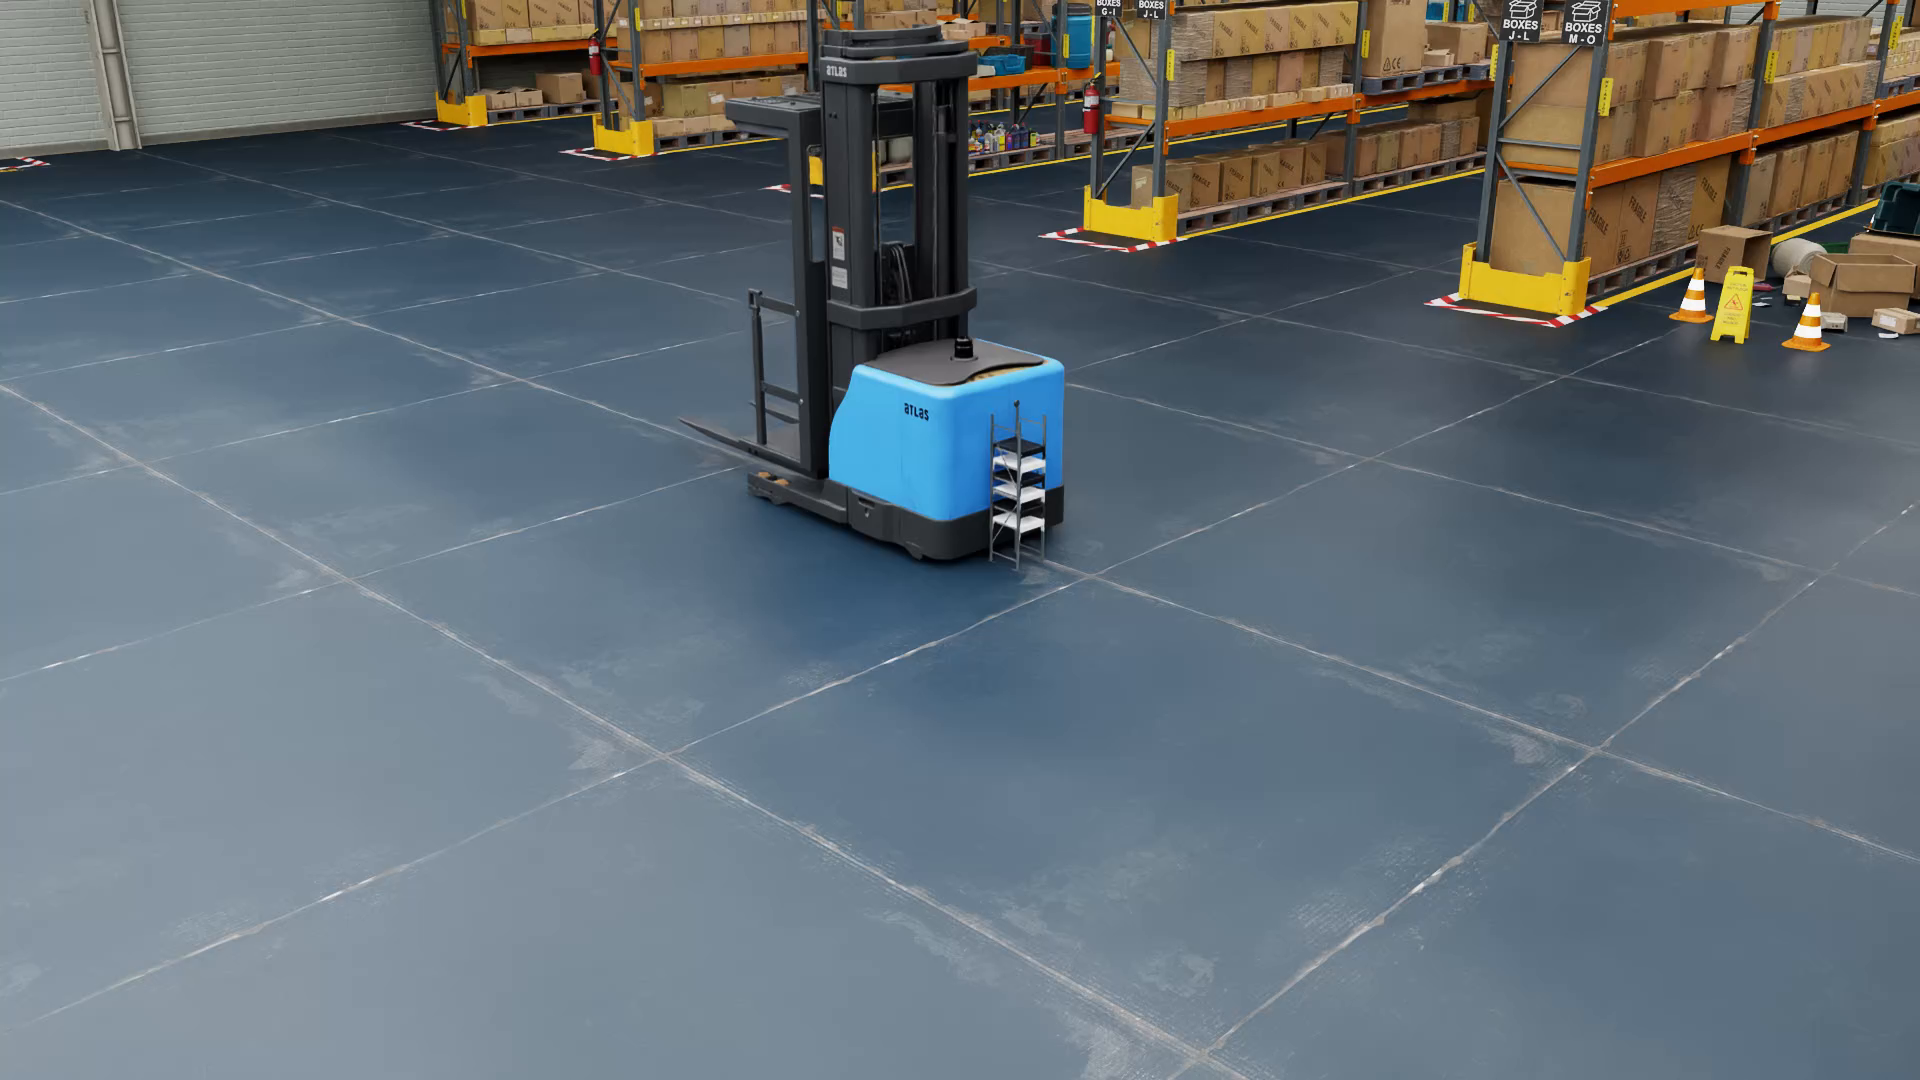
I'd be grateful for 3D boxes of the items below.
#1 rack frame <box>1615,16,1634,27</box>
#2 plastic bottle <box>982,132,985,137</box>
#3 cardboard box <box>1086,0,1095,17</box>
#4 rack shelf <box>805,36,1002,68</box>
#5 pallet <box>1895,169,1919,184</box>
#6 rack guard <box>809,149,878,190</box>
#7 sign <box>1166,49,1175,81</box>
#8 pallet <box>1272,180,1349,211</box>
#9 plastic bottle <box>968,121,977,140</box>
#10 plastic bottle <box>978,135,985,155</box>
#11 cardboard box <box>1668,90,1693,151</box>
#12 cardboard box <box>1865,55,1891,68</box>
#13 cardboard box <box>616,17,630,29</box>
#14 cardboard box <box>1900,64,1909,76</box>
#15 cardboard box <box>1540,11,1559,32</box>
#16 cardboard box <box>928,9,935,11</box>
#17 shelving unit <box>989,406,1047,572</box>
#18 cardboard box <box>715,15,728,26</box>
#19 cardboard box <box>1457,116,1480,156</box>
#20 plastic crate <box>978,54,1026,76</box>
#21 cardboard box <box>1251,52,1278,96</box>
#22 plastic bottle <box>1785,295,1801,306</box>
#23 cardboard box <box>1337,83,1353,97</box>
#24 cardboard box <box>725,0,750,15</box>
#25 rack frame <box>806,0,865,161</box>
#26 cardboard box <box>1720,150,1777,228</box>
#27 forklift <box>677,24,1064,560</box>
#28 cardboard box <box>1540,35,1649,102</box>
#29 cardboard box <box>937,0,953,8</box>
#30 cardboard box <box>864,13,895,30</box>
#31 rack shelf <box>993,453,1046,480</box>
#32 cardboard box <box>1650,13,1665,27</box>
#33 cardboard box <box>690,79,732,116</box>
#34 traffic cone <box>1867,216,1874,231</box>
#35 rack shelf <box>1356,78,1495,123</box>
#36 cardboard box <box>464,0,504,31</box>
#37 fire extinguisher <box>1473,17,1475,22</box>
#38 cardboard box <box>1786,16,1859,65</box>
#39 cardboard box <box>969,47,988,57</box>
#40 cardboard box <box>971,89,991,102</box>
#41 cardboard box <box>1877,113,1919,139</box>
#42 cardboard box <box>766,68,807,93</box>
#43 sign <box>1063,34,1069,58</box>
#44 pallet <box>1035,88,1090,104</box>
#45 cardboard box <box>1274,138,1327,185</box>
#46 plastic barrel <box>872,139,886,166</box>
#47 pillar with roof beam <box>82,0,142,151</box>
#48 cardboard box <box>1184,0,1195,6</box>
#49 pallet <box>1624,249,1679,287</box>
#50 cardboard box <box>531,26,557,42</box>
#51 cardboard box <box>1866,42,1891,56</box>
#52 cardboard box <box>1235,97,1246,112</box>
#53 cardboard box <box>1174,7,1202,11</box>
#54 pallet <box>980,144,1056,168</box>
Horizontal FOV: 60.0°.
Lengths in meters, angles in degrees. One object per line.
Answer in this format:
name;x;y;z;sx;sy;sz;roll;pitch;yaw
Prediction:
rack frame;10.288;-8.030;26.786;1.000;3.000;0.127;19;28;41
plastic bottle;0.364;-5.766;24.069;0.061;0.283;0.133;19;28;41
cardboard box;2.268;-10.495;32.473;0.500;0.500;0.700;-15;26;-34
rack shelf;-0.992;-8.632;29.355;1.077;0.370;4.000;19;28;41
pallet;12.378;-4.946;22.647;1.003;0.211;1.213;19;28;41
rack guard;-1.612;-5.050;22.516;1.175;0.500;0.348;19;28;41
sign;2.306;-5.214;18.252;0.100;0.325;0.005;19;28;41
pallet;4.264;-4.491;21.464;1.003;0.211;1.213;19;28;41
plastic bottle;0.167;-6.030;24.661;0.144;0.351;0.185;18;27;38
plastic bottle;0.307;-5.671;23.837;0.097;0.271;0.097;0;21;0
cardboard box;6.816;-4.261;16.770;0.875;0.550;0.500;19;28;41
cardboard box;11.462;-6.026;20.922;0.250;0.149;0.380;-19;28;-40
cardboard box;-5.048;-7.921;25.459;0.380;0.149;0.250;19;28;40
cardboard box;12.000;-6.086;21.493;0.250;0.149;0.380;-19;28;-40
cardboard box;8.476;-7.868;24.825;0.637;0.503;0.797;-19;28;-41
cardboard box;-0.764;-11.358;35.765;0.250;0.149;0.380;-19;28;-40
shelving unit;0.331;-0.292;9.579;0.210;0.900;0.258;-19;28;-40
cardboard box;-3.853;-8.154;26.064;0.380;0.149;0.250;19;28;40
cardboard box;7.045;-5.863;24.019;0.700;0.500;0.500;17;27;38
plastic crate;0.581;-6.791;23.770;0.499;0.251;0.616;19;28;41
cardboard box;3.320;-5.667;20.085;0.875;0.500;0.500;19;28;41
plastic bottle;8.014;-2.312;16.005;0.133;0.061;0.283;9;23;23
cardboard box;4.768;-5.728;21.145;0.380;0.149;0.250;19;28;41
cardboard box;-3.743;-8.604;26.330;0.700;0.500;0.500;19;28;41
rack frame;-1.632;-6.185;21.986;1.000;3.000;0.127;19;28;41
cardboard box;8.559;-4.034;18.940;1.050;0.750;0.750;19;28;40
forklift;-0.727;-1.699;10.409;1.130;2.935;3.031;-18;27;-39
cardboard box;6.005;-4.502;15.893;0.875;0.550;0.550;19;28;41
cardboard box;-0.500;-11.762;35.914;0.500;0.500;0.500;19;28;40
cardboard box;-1.473;-8.829;28.726;0.500;0.500;0.500;-18;27;-38
rack shelf;0.331;-0.429;9.526;0.200;0.077;0.258;-19;28;-40
cardboard box;11.155;-8.633;27.103;0.500;0.500;0.500;19;28;41
cardboard box;-3.957;-7.031;26.389;0.500;0.500;0.500;19;28;41
traffic cone;10.208;-3.489;18.507;0.336;0.463;0.334;19;28;41
rack shelf;6.103;-6.152;22.902;1.077;0.370;4.000;19;28;41
cardboard box;-8.181;-9.002;28.449;0.500;0.500;0.500;19;28;41
fire extinguisher;9.961;-10.013;32.572;0.296;0.674;0.183;19;28;41
cardboard box;10.309;-6.005;19.983;0.700;0.500;0.500;19;28;40
cardboard box;0.237;-10.945;37.269;0.700;0.500;0.500;20;29;41
cardboard box;0.211;-8.199;30.471;0.500;0.250;0.500;-19;28;-41
cardboard box;12.344;-5.485;22.017;0.500;0.250;0.500;20;28;41
cardboard box;-2.935;-7.676;28.066;0.500;0.500;0.500;19;28;41
sign;1.545;-7.202;24.245;0.100;0.325;0.005;19;28;41
pallet;1.802;-8.675;32.351;1.003;0.211;1.213;19;28;41
cardboard box;4.400;-4.910;21.567;0.500;0.500;0.500;18;28;39
plastic barrel;-1.227;-5.408;22.847;0.421;0.512;0.421;0;21;0
pillar with roof beam;-9.962;-9.242;21.576;9.100;9.000;0.400;19;28;41
cardboard box;4.450;-10.880;34.062;0.500;0.500;0.500;19;28;40
pallet;6.753;-2.914;17.361;1.003;0.211;1.213;19;28;41
cardboard box;-7.450;-8.916;29.273;0.500;0.250;0.500;19;28;40
cardboard box;11.445;-6.162;20.862;0.380;0.149;0.250;19;28;41
cardboard box;3.154;-5.165;19.681;0.380;0.149;0.250;19;28;41
cardboard box;2.468;-5.931;19.377;0.500;0.500;0.500;19;28;41
pallet;0.660;-5.750;24.739;1.003;0.211;1.213;19;28;41
